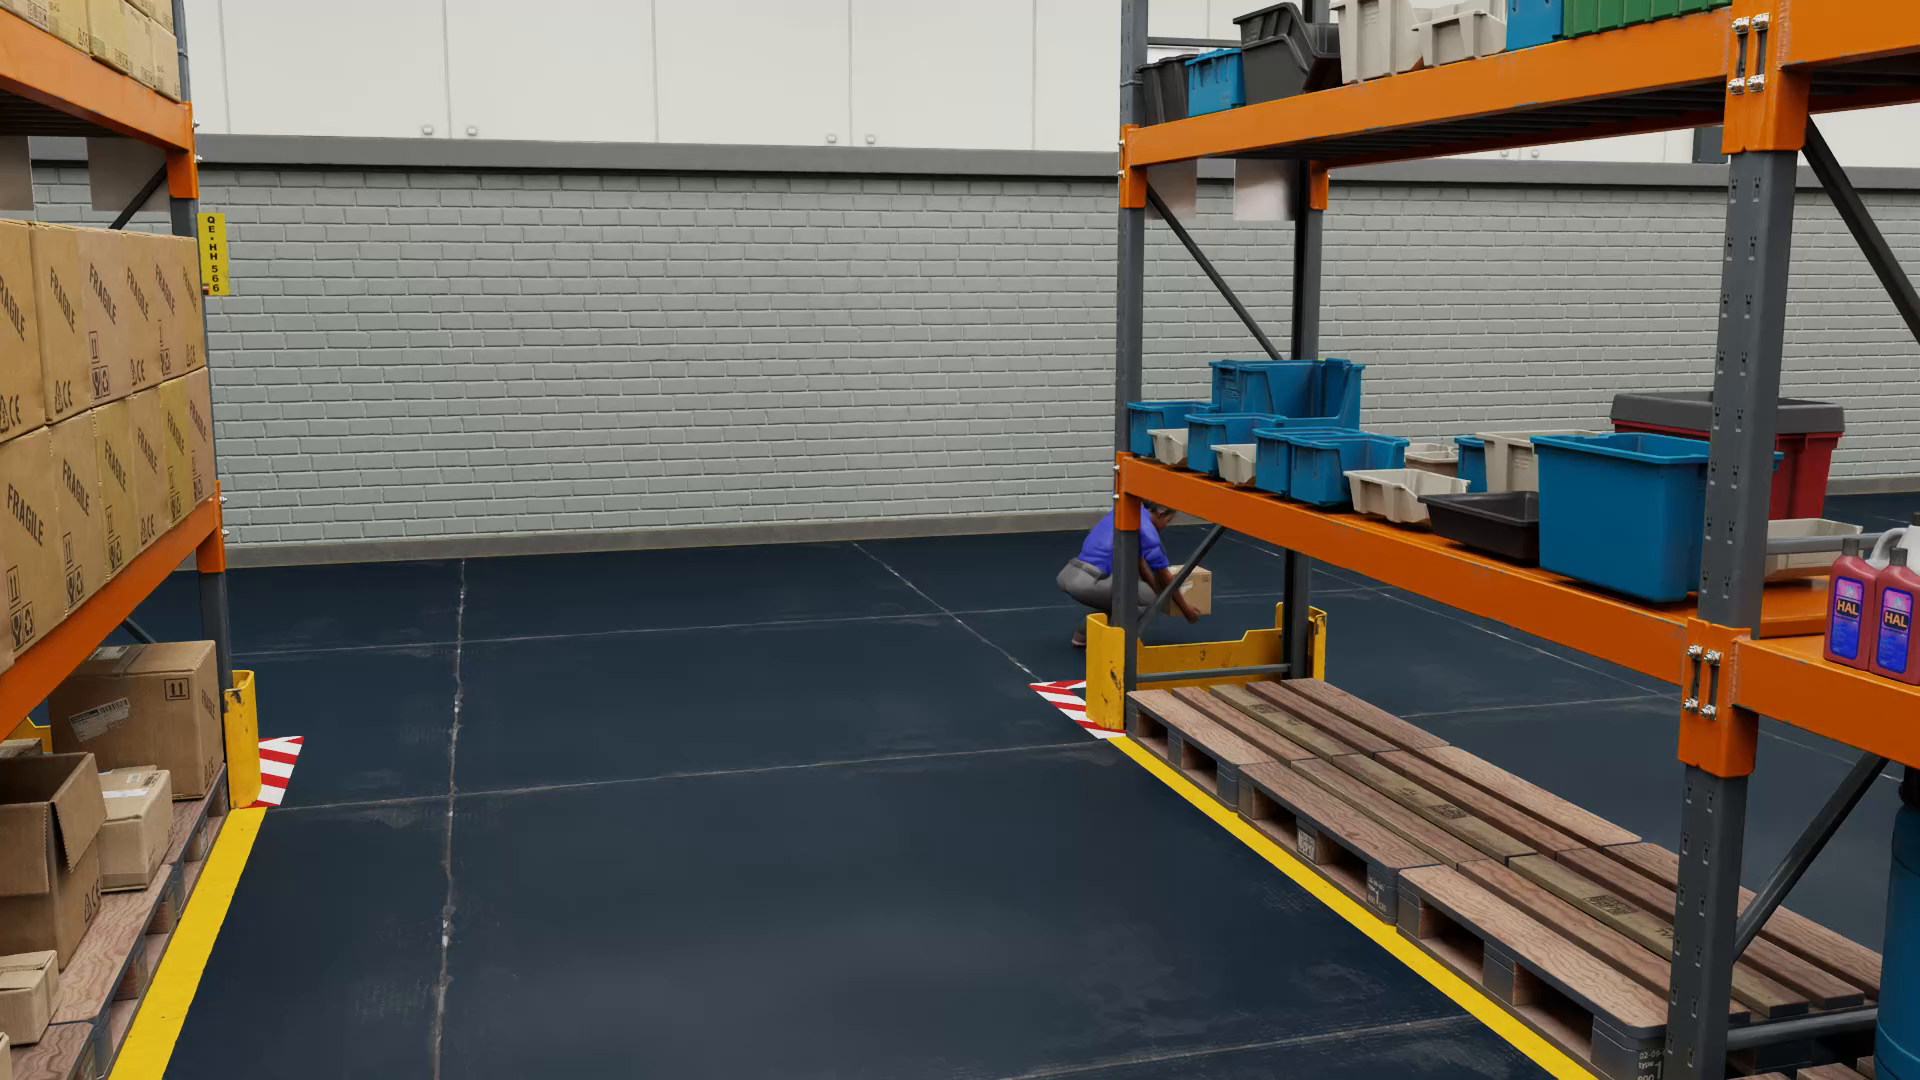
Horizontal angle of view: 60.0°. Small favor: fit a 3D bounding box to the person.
[{"bbox_3d":[0.962,0.184,9.607,0.827,0.913,0.499,-3,10,-16],"label":"person"}]
